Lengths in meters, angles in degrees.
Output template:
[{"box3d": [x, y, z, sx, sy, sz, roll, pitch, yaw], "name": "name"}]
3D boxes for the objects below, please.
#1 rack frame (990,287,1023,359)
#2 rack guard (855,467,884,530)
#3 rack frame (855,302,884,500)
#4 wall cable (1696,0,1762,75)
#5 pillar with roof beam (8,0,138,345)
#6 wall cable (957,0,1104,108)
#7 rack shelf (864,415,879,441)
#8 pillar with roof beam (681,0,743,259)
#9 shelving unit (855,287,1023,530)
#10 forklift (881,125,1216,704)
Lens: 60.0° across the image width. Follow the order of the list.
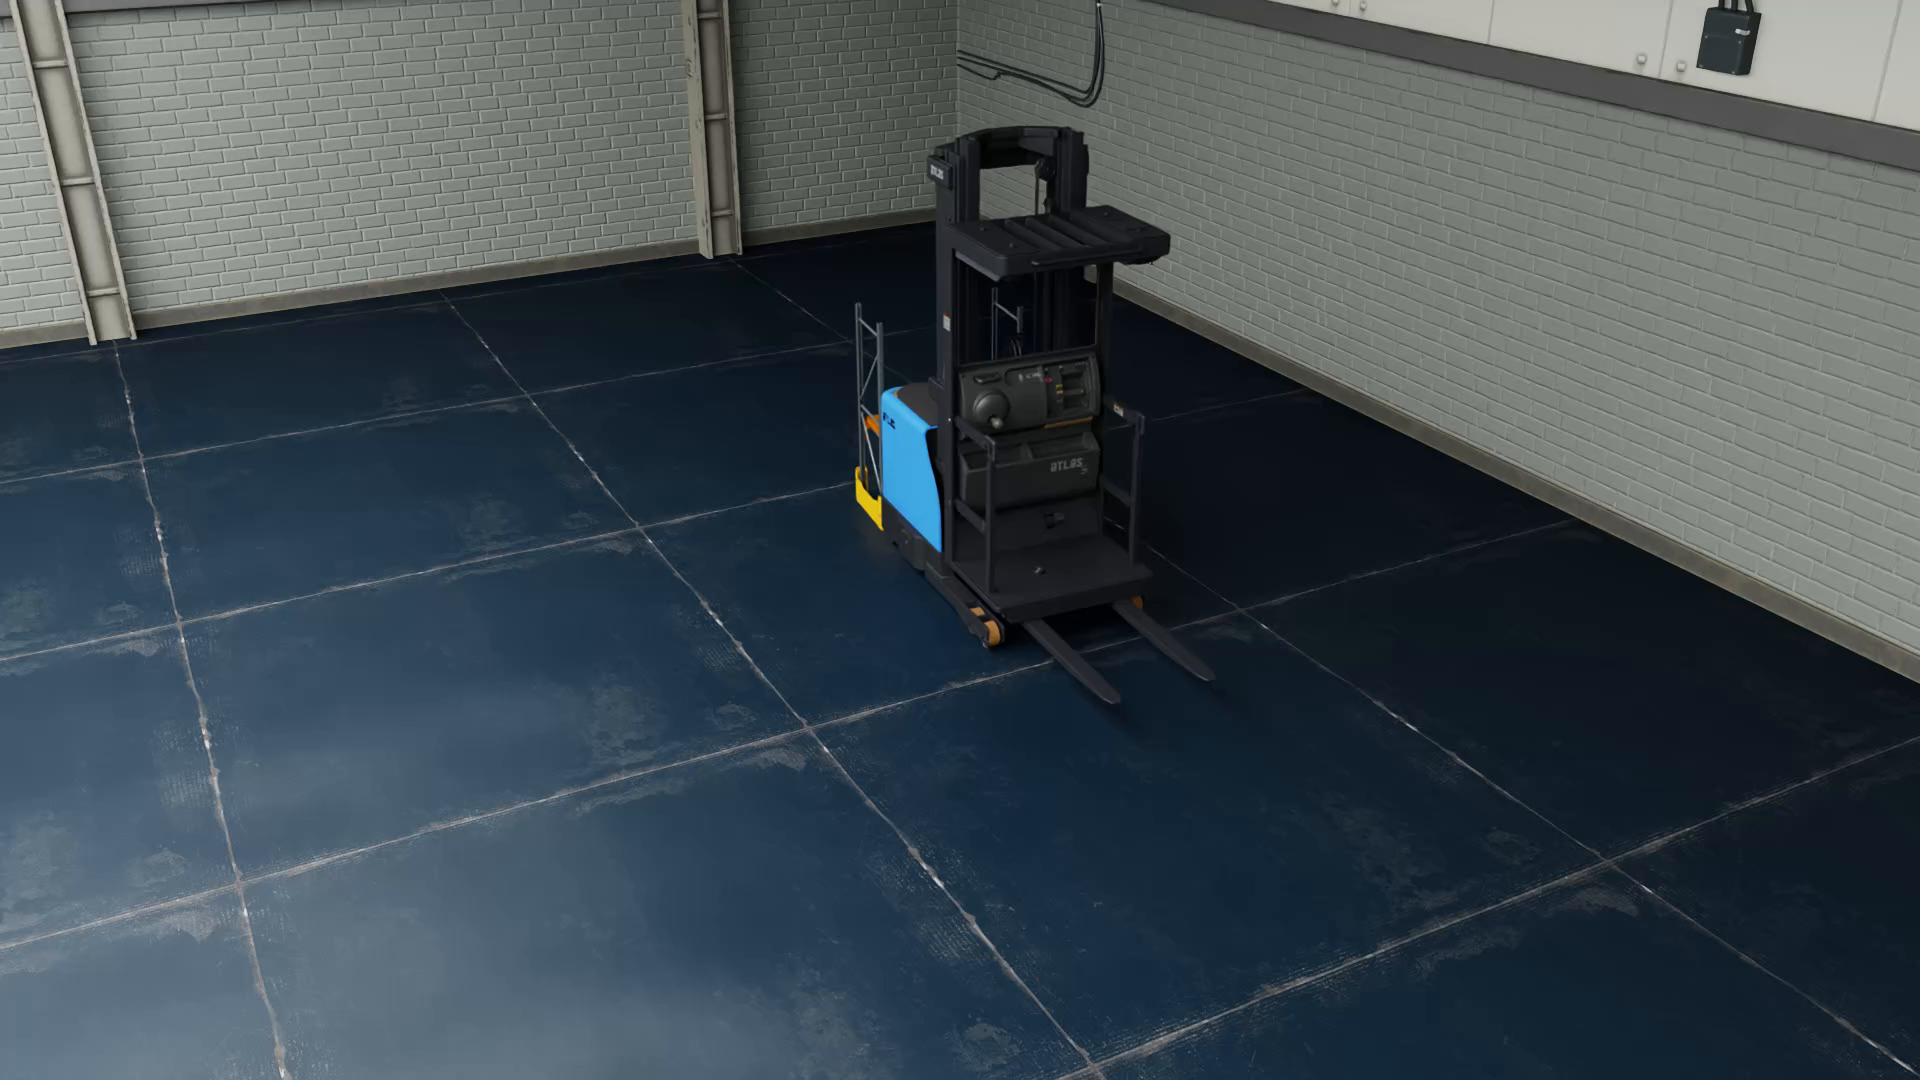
[{"box3d": [0.325, -1.027, 11.958, 0.032, 1.500, 0.500, -10, 27, -19], "name": "rack frame"}, {"box3d": [-0.620, -0.303, 11.894, 0.087, 0.250, 0.587, -10, 27, -19], "name": "rack guard"}, {"box3d": [-0.621, -0.866, 11.623, 0.032, 1.500, 0.500, -10, 27, -19], "name": "rack frame"}, {"box3d": [5.082, -5.167, 7.987, 0.169, 6.003, 2.305, -13, 29, -25], "name": "wall cable"}, {"box3d": [-5.861, -4.301, 10.114, 0.400, 9.000, 9.100, -13, 29, -25], "name": "pillar with roof beam"}, {"box3d": [0.629, -5.863, 16.954, 0.112, 2.526, 3.097, -13, 29, -25], "name": "wall cable"}, {"box3d": [-0.148, -0.784, 11.869, 1.000, 0.185, 0.538, -10, 27, -19], "name": "rack shelf"}, {"box3d": [-0.567, -5.523, 12.659, 0.400, 9.000, 9.100, -13, 29, -25], "name": "pillar with roof beam"}, {"box3d": [-0.156, -0.945, 11.788, 1.083, 1.500, 0.587, -10, 27, -19], "name": "shelving unit"}, {"box3d": [0.521, -0.875, 9.987, 1.130, 2.935, 3.031, -11, 28, -22], "name": "forklift"}]
